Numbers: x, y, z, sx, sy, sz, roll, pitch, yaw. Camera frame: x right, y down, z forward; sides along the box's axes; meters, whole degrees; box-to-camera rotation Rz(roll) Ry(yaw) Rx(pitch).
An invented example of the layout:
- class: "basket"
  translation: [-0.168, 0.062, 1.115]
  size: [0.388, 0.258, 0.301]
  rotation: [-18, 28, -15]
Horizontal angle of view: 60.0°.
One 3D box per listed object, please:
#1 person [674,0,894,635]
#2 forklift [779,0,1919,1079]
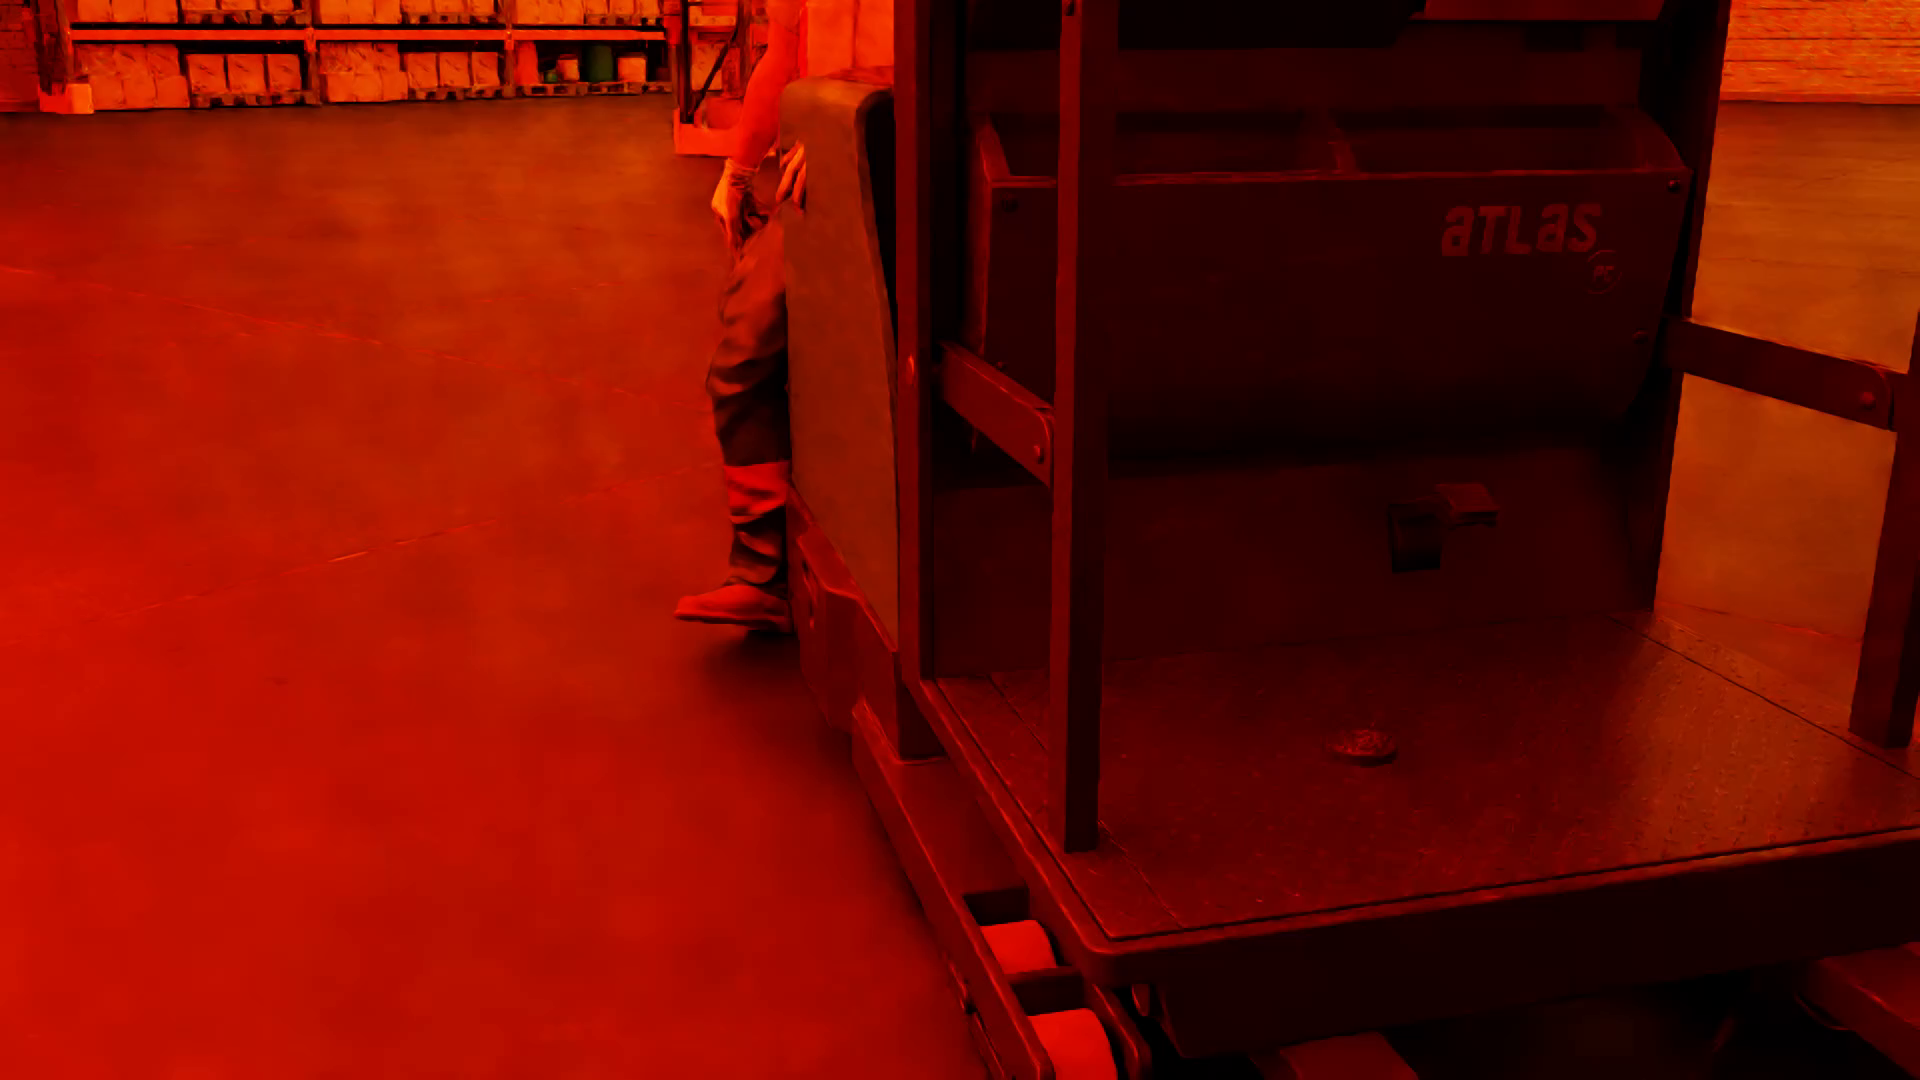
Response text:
- class: "person"
  translation: [-0.210, -0.662, 3.223]
  size: [0.714, 1.716, 0.832]
  rotation: [7, 18, 20]
- class: "forklift"
  translation: [0.522, -0.863, 1.738]
  size: [1.130, 2.935, 3.031]
  rotation: [-4, 17, -14]
